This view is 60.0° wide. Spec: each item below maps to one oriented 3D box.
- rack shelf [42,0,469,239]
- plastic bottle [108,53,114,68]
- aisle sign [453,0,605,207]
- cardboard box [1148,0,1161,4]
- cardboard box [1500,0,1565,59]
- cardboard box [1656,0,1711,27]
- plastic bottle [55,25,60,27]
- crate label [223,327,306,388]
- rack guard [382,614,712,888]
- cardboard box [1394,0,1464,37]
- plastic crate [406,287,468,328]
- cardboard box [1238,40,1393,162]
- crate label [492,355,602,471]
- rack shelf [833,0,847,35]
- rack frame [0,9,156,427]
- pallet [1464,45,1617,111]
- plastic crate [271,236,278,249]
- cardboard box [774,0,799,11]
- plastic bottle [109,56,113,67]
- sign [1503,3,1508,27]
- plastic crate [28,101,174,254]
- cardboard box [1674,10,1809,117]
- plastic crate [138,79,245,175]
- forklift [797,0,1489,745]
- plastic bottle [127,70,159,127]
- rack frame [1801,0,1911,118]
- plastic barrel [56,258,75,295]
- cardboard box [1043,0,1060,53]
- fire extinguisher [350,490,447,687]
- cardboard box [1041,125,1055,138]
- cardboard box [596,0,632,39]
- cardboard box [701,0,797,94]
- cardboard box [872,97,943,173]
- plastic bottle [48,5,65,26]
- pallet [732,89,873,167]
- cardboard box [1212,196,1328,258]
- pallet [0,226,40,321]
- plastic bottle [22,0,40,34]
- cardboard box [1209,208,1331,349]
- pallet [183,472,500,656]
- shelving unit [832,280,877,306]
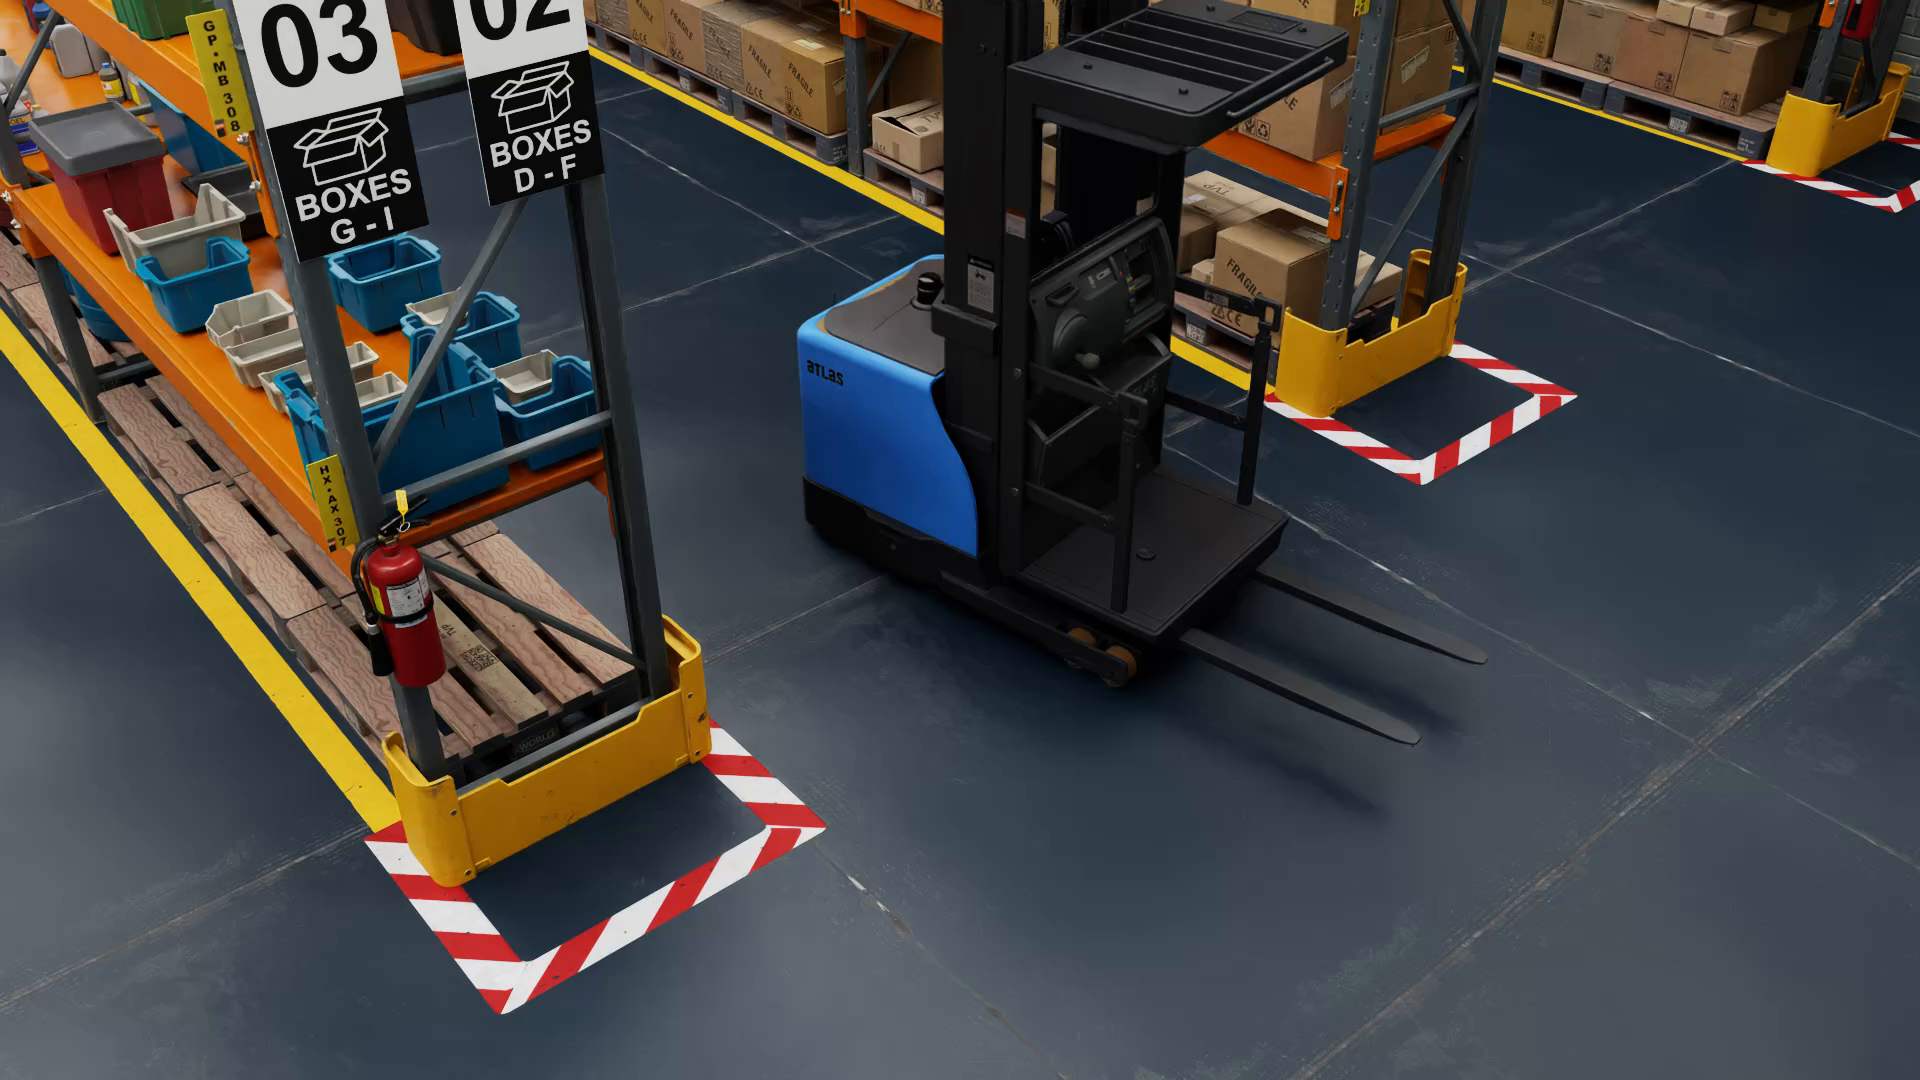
[{"bbox_3d":[-2.828,-2.070,6.105,1.077,0.370,4.000,-26,43,-32],"label":"rack shelf"},{"bbox_3d":[-4.542,-2.597,8.994,0.097,0.201,0.097,0,35,0],"label":"plastic bottle"},{"bbox_3d":[-1.264,-1.397,4.878,0.394,0.787,0.004,-26,43,-32],"label":"aisle sign"},{"bbox_3d":[1.087,-3.095,8.574,0.500,0.500,0.500,-25,42,-31],"label":"cardboard box"},{"bbox_3d":[4.505,-4.050,12.673,0.700,0.500,0.500,-25,42,-31],"label":"cardboard box"},{"bbox_3d":[5.115,-3.741,11.675,0.380,0.149,0.250,-25,42,-31],"label":"cardboard box"},{"bbox_3d":[-4.956,-2.745,9.202,0.097,0.201,0.097,0,35,0],"label":"plastic bottle"},{"bbox_3d":[-2.576,-0.714,6.338,0.396,0.136,0.243,-26,43,-32],"label":"crate label"},{"bbox_3d":[-1.512,0.769,6.232,1.175,0.500,0.348,-26,43,-32],"label":"rack guard"},{"bbox_3d":[2.164,-2.846,8.221,0.500,0.500,0.500,-25,42,-30],"label":"cardboard box"},{"bbox_3d":[-2.026,-0.878,6.570,0.250,0.136,0.298,-26,43,-32],"label":"plastic crate"},{"bbox_3d":[1.752,-2.240,8.231,0.500,0.500,0.500,-25,42,-30],"label":"cardboard box"},{"bbox_3d":[-1.445,-0.445,5.876,0.416,0.233,0.303,-26,43,-32],"label":"crate label"},{"bbox_3d":[-1.623,-4.458,12.072,1.077,0.370,4.000,-26,43,-32],"label":"rack shelf"},{"bbox_3d":[-4.118,-2.023,8.011,1.000,3.000,0.127,-26,43,-32],"label":"rack frame"},{"bbox_3d":[4.672,-3.676,12.758,1.003,0.211,1.213,-26,43,-32],"label":"pallet"},{"bbox_3d":[-2.765,-1.283,7.143,0.293,0.136,0.466,-26,43,-32],"label":"plastic crate"},{"bbox_3d":[-1.128,-3.787,12.285,0.500,0.500,0.500,-25,43,-31],"label":"cardboard box"},{"bbox_3d":[-4.602,-2.688,9.052,0.061,0.283,0.133,-26,43,-32],"label":"plastic bottle"},{"bbox_3d":[2.664,-2.658,8.159,0.100,0.325,0.005,-26,43,-32],"label":"sign"},{"bbox_3d":[-3.734,-1.586,7.286,0.402,0.464,0.583,-26,43,-32],"label":"plastic crate"},{"bbox_3d":[5.503,-3.375,11.720,0.700,0.500,0.500,-26,43,-32],"label":"cardboard box"},{"bbox_3d":[-3.557,-1.962,7.887,0.392,0.384,0.575,-26,43,-32],"label":"plastic crate"},{"bbox_3d":[0.741,-0.937,6.537,3.031,2.935,1.130,25,42,31],"label":"forklift"},{"bbox_3d":[-4.124,-2.297,8.441,0.144,0.351,0.185,-26,43,-32],"label":"plastic bottle"},{"bbox_3d":[6.031,-3.952,10.735,1.000,3.000,0.127,-26,43,-32],"label":"rack frame"},{"bbox_3d":[-4.913,-1.897,9.286,0.600,0.901,0.708,-26,43,-32],"label":"plastic barrel"},{"bbox_3d":[0.772,-2.912,9.180,0.500,0.500,0.500,-27,43,-32],"label":"cardboard box"},{"bbox_3d":[-1.787,0.163,5.314,0.296,0.674,0.183,-26,43,-32],"label":"fire extinguisher"},{"bbox_3d":[0.736,-2.474,10.594,0.500,0.311,0.500,-26,43,-32],"label":"cardboard box"},{"bbox_3d":[-2.496,-4.258,12.948,0.500,0.500,0.500,-28,44,-33],"label":"cardboard box"},{"bbox_3d":[-1.505,-3.582,11.995,0.500,0.500,0.500,-25,43,-31],"label":"cardboard box"},{"bbox_3d":[-0.226,-2.685,10.892,0.500,0.311,0.500,-26,43,-32],"label":"cardboard box"},{"bbox_3d":[-5.099,-3.018,9.459,0.144,0.351,0.185,-26,43,-32],"label":"plastic bottle"},{"bbox_3d":[-0.886,-3.076,11.910,1.003,0.211,1.213,-26,43,-32],"label":"pallet"},{"bbox_3d":[1.792,-1.727,9.591,0.500,0.250,0.500,-26,43,-32],"label":"cardboard box"},{"bbox_3d":[-5.376,-1.780,10.081,1.003,0.211,1.213,-26,43,-32],"label":"pallet"},{"bbox_3d":[-5.366,-3.082,9.607,0.061,0.283,0.133,-26,43,-32],"label":"plastic bottle"},{"bbox_3d":[1.710,-1.410,8.928,0.500,0.500,0.500,-26,43,-32],"label":"cardboard box"},{"bbox_3d":[-2.823,-0.036,7.618,1.003,0.211,1.213,-26,43,-32],"label":"pallet"},{"bbox_3d":[-0.446,-0.791,8.088,0.258,0.900,0.210,-20,40,-26],"label":"shelving unit"}]
